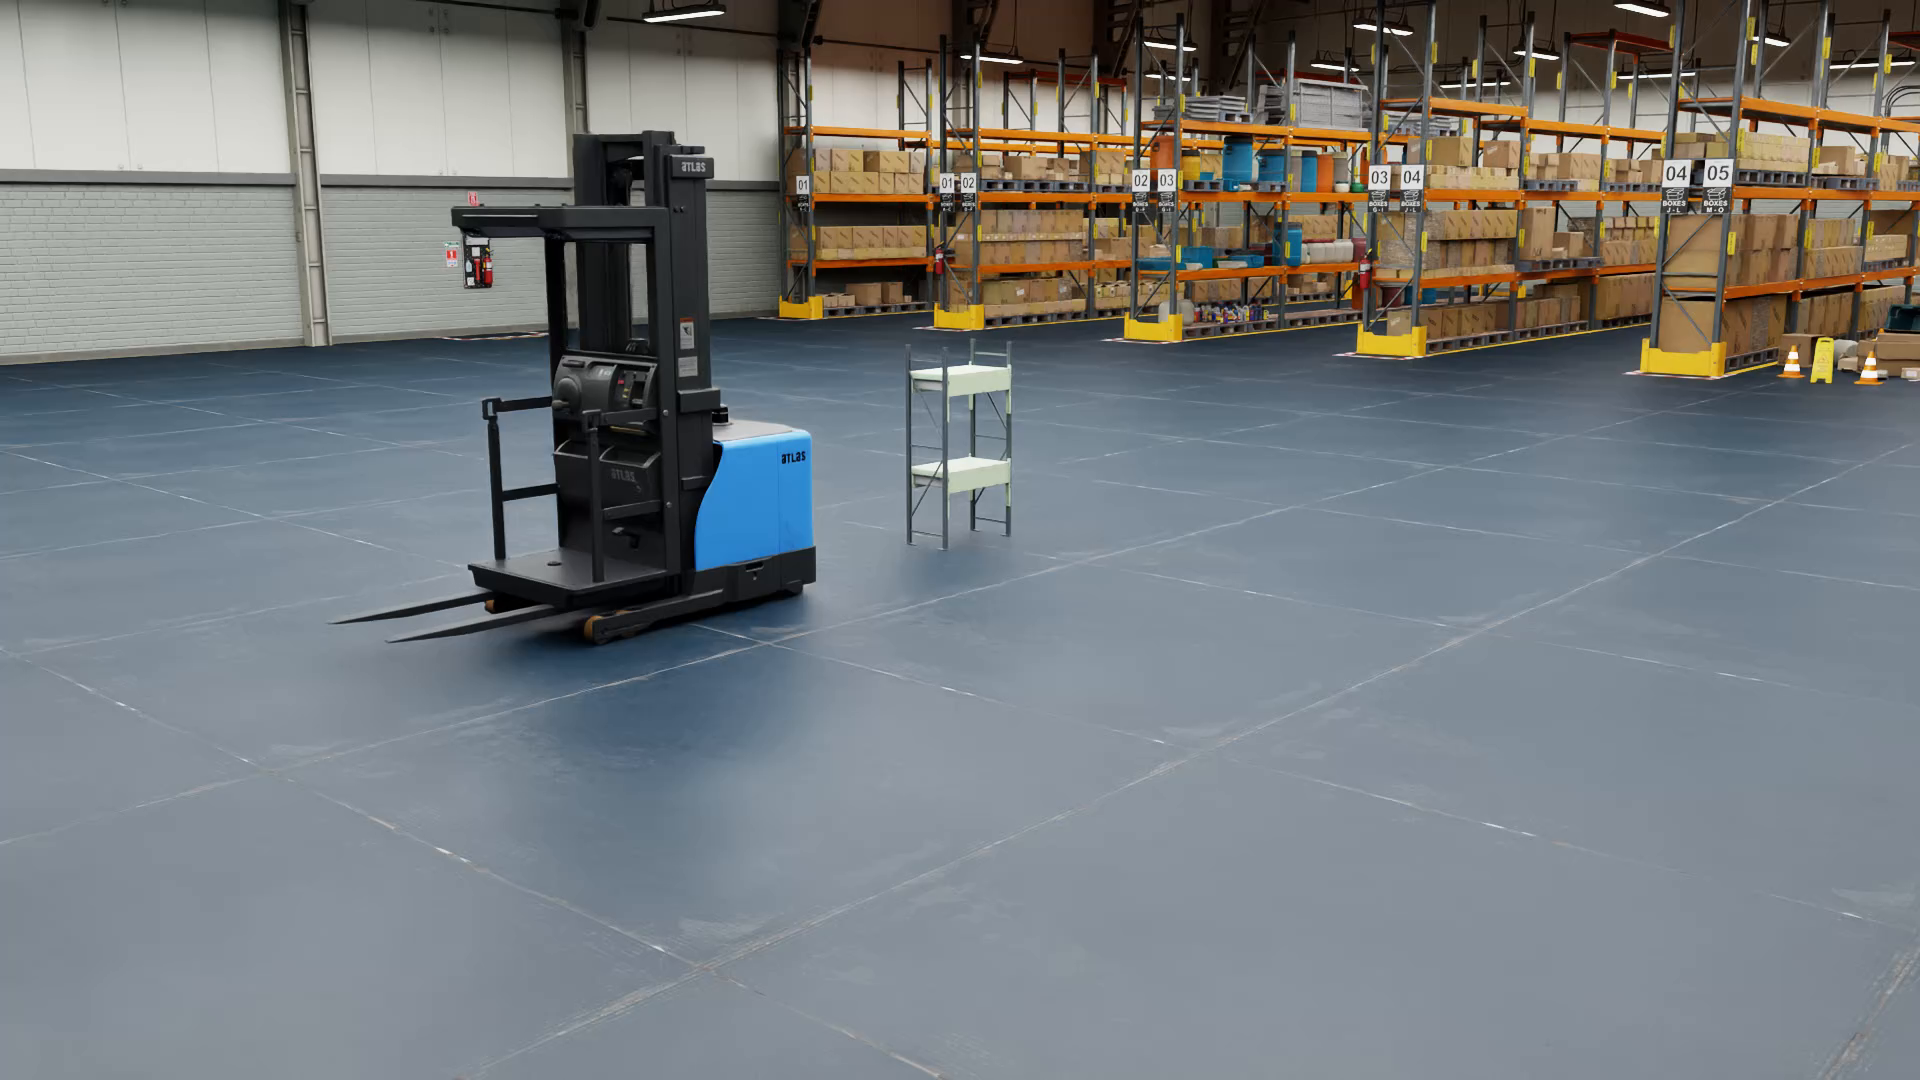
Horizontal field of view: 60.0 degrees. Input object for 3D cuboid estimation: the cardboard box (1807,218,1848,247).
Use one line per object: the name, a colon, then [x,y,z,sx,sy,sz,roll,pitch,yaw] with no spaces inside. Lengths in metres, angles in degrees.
cardboard box: [15.733,-5.611,30.335,0.700,0.500,0.500,9,15,40]

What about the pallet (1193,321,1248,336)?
pallet: [5.070,-4.277,33.588,1.003,0.211,1.213,10,15,40]

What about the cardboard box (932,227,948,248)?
cardboard box: [-0.731,-7.535,41.398,0.700,0.500,0.500,10,15,41]

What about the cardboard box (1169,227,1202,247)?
cardboard box: [5.603,-7.510,41.327,0.700,0.500,0.500,4,12,21]

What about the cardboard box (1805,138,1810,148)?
cardboard box: [13.727,-6.521,27.320,0.380,0.149,0.250,10,15,40]

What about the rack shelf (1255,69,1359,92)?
rack shelf: [9.233,-12.250,44.418,1.077,0.370,4.000,10,15,40]

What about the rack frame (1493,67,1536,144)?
rack frame: [14.271,-10.626,42.937,1.000,3.000,0.127,10,15,40]

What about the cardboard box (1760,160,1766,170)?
cardboard box: [12.222,-5.794,25.716,0.380,0.149,0.250,10,15,41]

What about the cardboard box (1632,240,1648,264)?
cardboard box: [14.576,-6.250,36.092,0.500,0.500,0.500,10,15,40]

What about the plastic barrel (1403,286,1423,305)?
plastic barrel: [10.791,-6.090,39.831,0.600,0.901,0.708,10,15,40]

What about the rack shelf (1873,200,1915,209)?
rack shelf: [20.330,-7.211,35.337,1.077,0.370,4.000,10,15,40]

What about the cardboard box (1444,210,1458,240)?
cardboard box: [8.333,-5.493,28.988,0.500,0.500,0.500,10,15,40]

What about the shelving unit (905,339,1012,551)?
shelving unit: [-0.004,-0.734,12.559,0.431,1.500,0.755,10,15,40]

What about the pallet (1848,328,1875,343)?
pallet: [16.887,-3.958,31.988,1.003,0.211,1.213,10,15,40]

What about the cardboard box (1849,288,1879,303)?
cardboard box: [17.342,-4.703,31.996,0.500,0.250,0.500,10,15,40]

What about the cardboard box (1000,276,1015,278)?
cardboard box: [1.112,-6.665,43.682,0.700,0.500,0.500,10,15,41]

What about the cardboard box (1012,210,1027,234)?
cardboard box: [1.019,-6.883,35.948,0.700,0.500,0.500,10,15,41]

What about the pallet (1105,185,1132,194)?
pallet: [4.155,-8.250,39.182,1.003,0.211,1.213,11,16,43]

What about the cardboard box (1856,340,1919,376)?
cardboard box: [14.132,-2.770,25.295,0.797,0.503,0.637,0,11,1]

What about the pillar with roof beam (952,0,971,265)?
pillar with roof beam: [3.274,-10.094,40.273,9.100,9.000,0.400,10,15,40]

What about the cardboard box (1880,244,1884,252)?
cardboard box: [17.689,-5.674,32.270,0.380,0.149,0.250,10,15,40]

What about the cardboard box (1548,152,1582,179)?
cardboard box: [11.915,-7.382,32.820,0.500,0.500,0.500,10,15,41]

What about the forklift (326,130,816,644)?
forklift: [-2.296,-0.942,9.947,1.130,2.935,3.031,10,15,40]

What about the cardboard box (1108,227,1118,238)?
cardboard box: [4.073,-8.481,46.447,0.500,0.500,0.500,9,15,39]

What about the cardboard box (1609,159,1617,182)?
cardboard box: [13.563,-7.830,35.270,0.500,0.500,0.500,11,16,43]

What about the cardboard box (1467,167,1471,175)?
cardboard box: [8.799,-6.523,29.418,0.380,0.149,0.250,10,15,40]

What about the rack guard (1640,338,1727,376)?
rack guard: [11.073,-2.804,25.475,1.175,0.500,0.348,10,15,40]

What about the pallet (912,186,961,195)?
pallet: [-0.605,-8.655,41.209,1.213,0.211,1.003,10,15,40]

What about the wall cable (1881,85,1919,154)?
wall cable: [24.313,-11.949,41.350,2.277,5.999,0.120,10,15,40]

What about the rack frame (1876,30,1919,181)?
rack frame: [19.010,-8.741,33.499,1.000,3.000,0.127,10,15,40]

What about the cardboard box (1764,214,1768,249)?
cardboard box: [12.381,-4.939,26.639,0.875,0.550,0.500,10,15,40]

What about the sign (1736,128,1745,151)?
sign: [11.502,-5.899,24.497,0.100,0.325,0.005,10,15,40]

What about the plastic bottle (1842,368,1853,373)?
plastic bottle: [13.698,-2.622,25.681,0.133,0.061,0.283,4,12,21]

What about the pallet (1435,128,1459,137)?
pallet: [11.107,-9.623,39.419,1.003,0.211,1.213,10,15,40]

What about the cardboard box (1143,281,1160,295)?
cardboard box: [4.438,-6.020,39.712,0.500,0.311,0.500,10,15,40]

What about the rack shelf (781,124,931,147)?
rack shelf: [-2.412,-9.493,39.108,1.077,0.370,4.000,10,15,40]

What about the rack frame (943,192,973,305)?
rack frame: [-0.011,-5.971,34.950,0.949,2.616,0.053,10,15,40]

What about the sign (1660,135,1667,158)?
sign: [10.690,-5.972,25.236,0.100,0.325,0.005,10,15,40]

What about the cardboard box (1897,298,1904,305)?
cardboard box: [18.711,-4.638,33.582,0.500,0.500,0.500,9,15,39]

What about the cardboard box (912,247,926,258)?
cardboard box: [-1.177,-7.027,40.566,0.500,0.250,0.500,10,15,40]

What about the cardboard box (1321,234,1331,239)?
cardboard box: [9.788,-8.124,45.470,0.500,0.500,0.500,10,15,41]

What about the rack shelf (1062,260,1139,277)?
rack shelf: [3.952,-6.501,39.438,1.077,0.370,4.000,10,15,40]

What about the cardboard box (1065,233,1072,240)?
cardboard box: [2.277,-6.784,37.107,0.380,0.149,0.250,9,15,39]

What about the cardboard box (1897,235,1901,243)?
cardboard box: [18.543,-6.012,33.203,0.380,0.149,0.250,9,15,39]

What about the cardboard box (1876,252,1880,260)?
cardboard box: [17.523,-5.492,32.117,0.380,0.149,0.250,10,15,42]

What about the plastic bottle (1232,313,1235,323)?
plastic bottle: [5.498,-4.480,33.503,0.097,0.201,0.097,0,11,0]

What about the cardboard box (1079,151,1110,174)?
cardboard box: [3.068,-8.616,37.930,0.500,0.500,0.500,10,15,41]

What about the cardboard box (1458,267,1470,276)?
cardboard box: [8.860,-4.786,29.655,0.380,0.149,0.250,10,15,40]

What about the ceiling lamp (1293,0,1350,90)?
ceiling lamp: [10.498,-14.838,49.121,2.000,3.185,0.800,10,15,40]

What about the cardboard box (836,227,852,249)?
cardboard box: [-2.858,-7.018,38.606,0.500,0.500,0.500,10,15,41]

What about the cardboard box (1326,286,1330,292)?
cardboard box: [10.044,-6.992,46.168,0.380,0.166,0.250,10,15,40]

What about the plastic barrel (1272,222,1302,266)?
plastic barrel: [6.832,-6.182,34.725,0.600,0.901,0.708,10,15,40]
